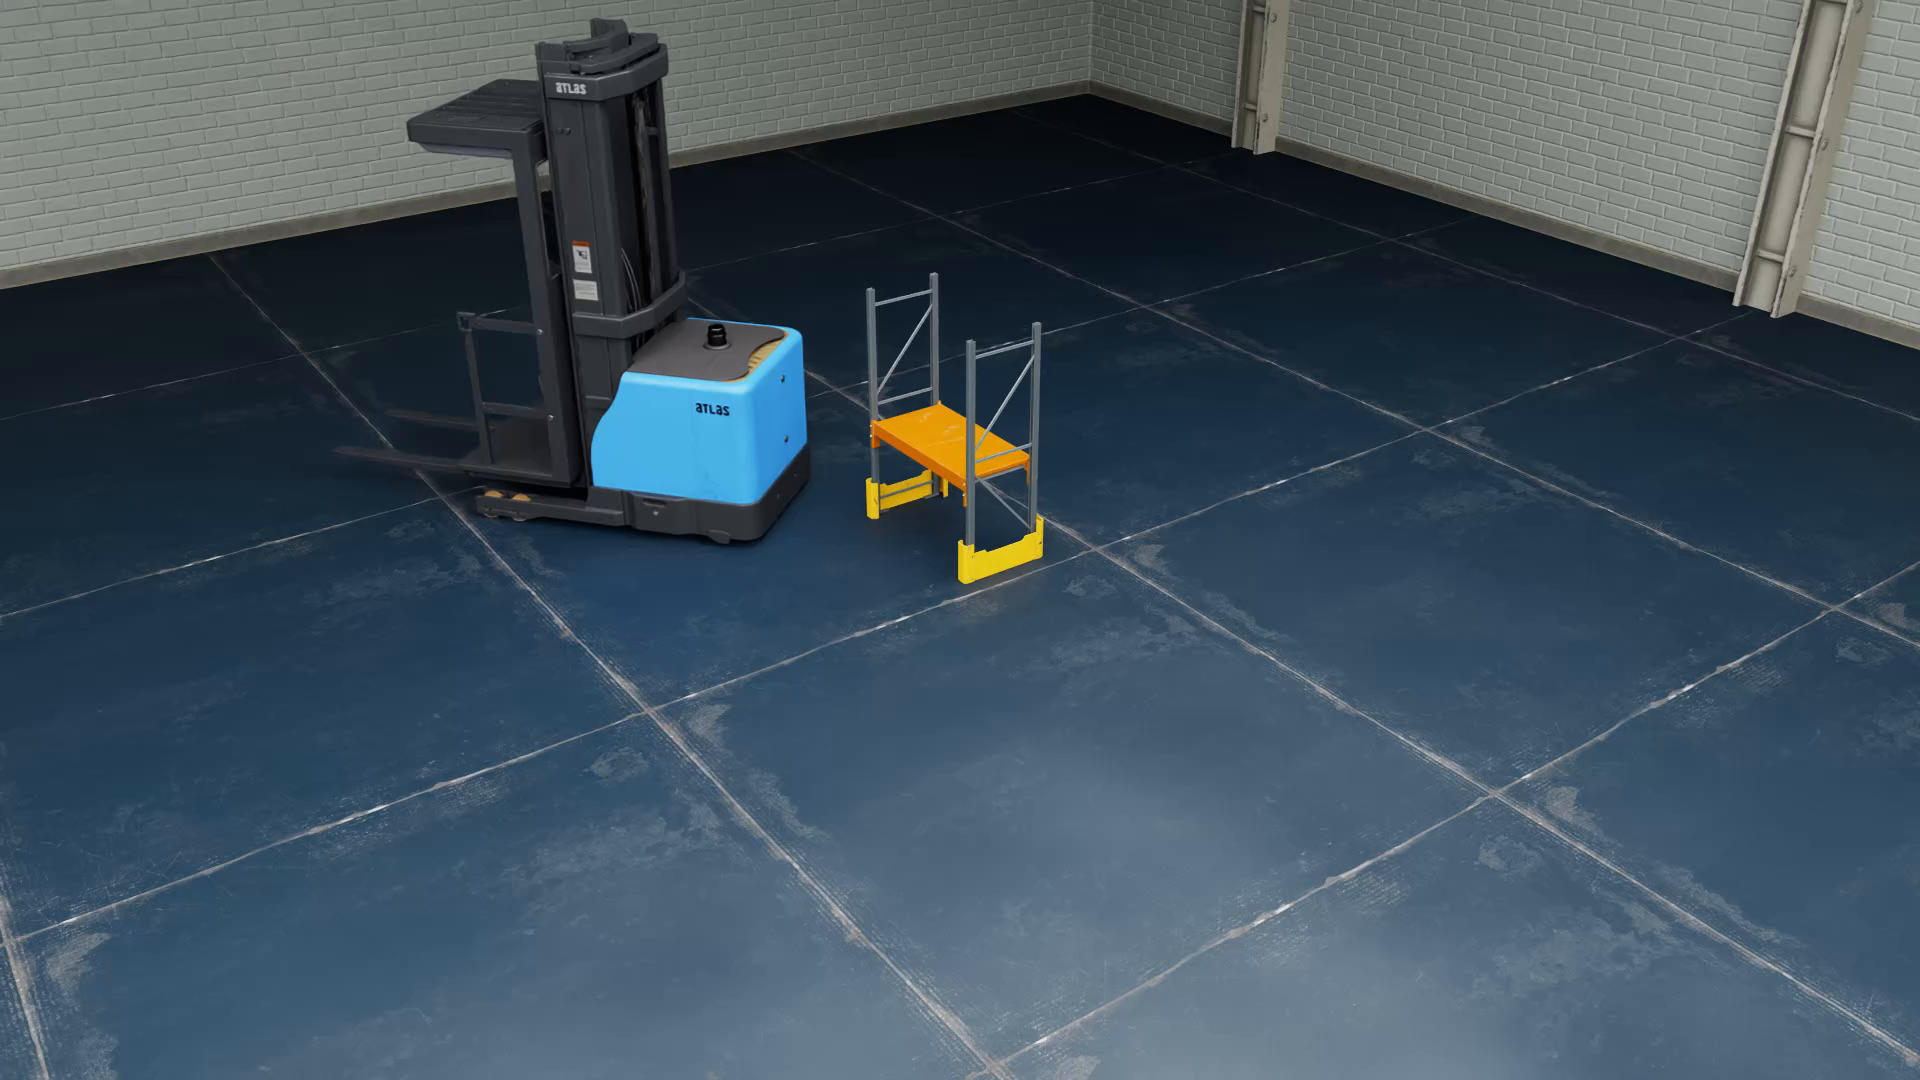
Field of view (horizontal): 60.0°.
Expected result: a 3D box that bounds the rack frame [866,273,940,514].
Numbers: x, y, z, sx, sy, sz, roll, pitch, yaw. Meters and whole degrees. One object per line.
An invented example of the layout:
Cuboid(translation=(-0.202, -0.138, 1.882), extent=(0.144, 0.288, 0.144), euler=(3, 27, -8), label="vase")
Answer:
Cuboid(translation=(-0.344, -0.890, 10.317), extent=(0.500, 1.500, 0.032), euler=(-19, 34, -31), label="rack frame")

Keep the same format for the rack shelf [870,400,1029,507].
Cuboid(translation=(-0.049, -0.534, 10.039), extent=(0.538, 0.185, 1.000), euler=(-19, 34, -31), label="rack shelf")

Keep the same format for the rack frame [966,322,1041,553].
Cuboid(translation=(0.245, -0.495, 9.589), extent=(0.500, 1.500, 0.032), euler=(-19, 34, -31), label="rack frame")

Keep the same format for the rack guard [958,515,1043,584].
Cuboid(translation=(0.245, 0.054, 9.888), extent=(0.587, 0.250, 0.087), euler=(-19, 34, -31), label="rack guard")

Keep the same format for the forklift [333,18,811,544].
Cuboid(translation=(-2.551, -1.639, 10.198), extent=(3.031, 2.935, 1.130), euler=(7, 29, 13), label="forklift")

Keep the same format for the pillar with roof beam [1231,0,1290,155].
Cuboid(translation=(-0.311, -7.026, 13.758), extent=(9.100, 9.000, 0.400), euler=(-19, 34, -31), label="pillar with roof beam")

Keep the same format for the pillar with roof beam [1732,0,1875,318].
Cuboid(translation=(3.170, -4.694, 9.463), extent=(9.100, 9.000, 0.400), euler=(-19, 34, -31), label="pillar with roof beam")

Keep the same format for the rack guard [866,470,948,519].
Cuboid(translation=(-0.333, -0.333, 10.601), extent=(0.587, 0.250, 0.087), euler=(-19, 34, -31), label="rack guard")

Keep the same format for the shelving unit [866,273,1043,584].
Cuboid(translation=(-0.044, -0.689, 9.947), extent=(0.587, 1.500, 1.083), euler=(-19, 34, -31), label="shelving unit")
